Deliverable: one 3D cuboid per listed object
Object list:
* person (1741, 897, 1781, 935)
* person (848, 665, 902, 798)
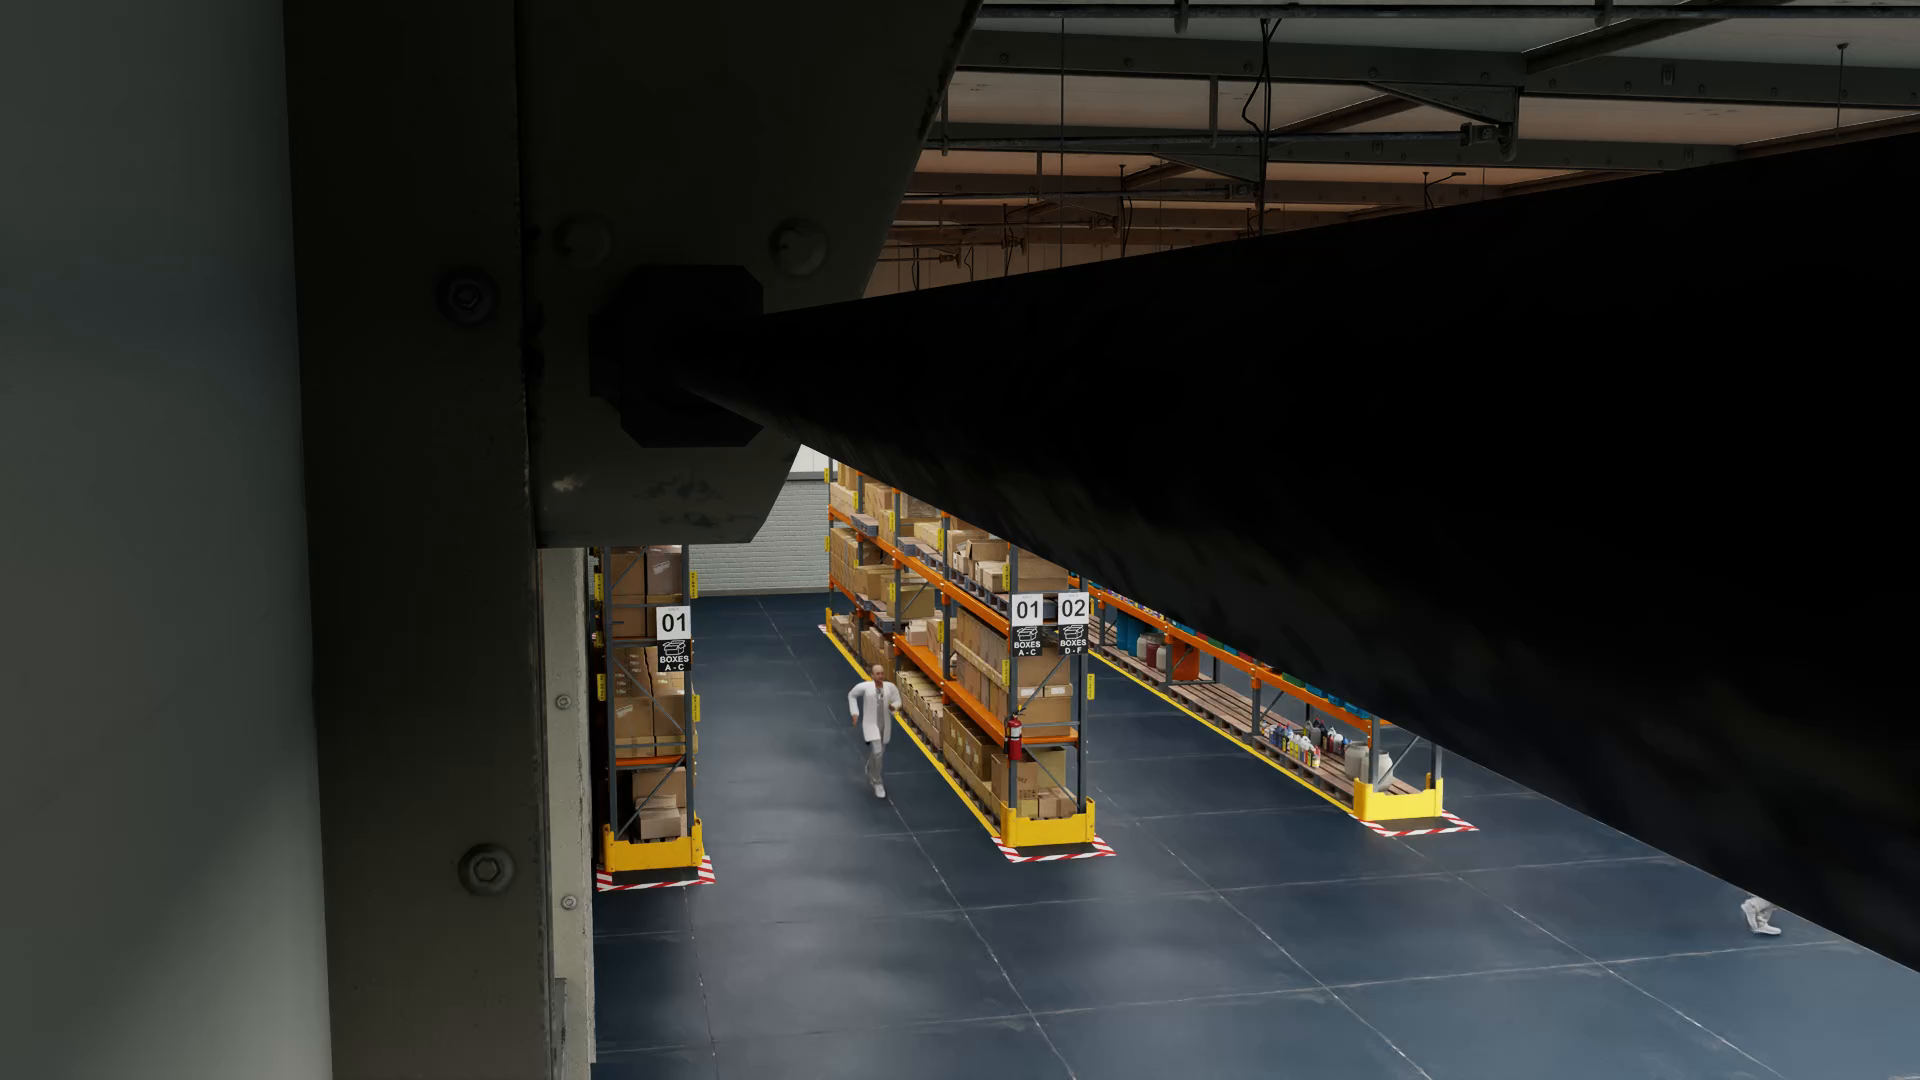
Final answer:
[{"bbox_3d":[8.659,3.366,17.786,0.577,1.726,0.643,1,7,10],"label":"person"},{"bbox_3d":[-1.174,2.620,23.482,0.666,1.757,0.937,-3,8,-27],"label":"person"}]
